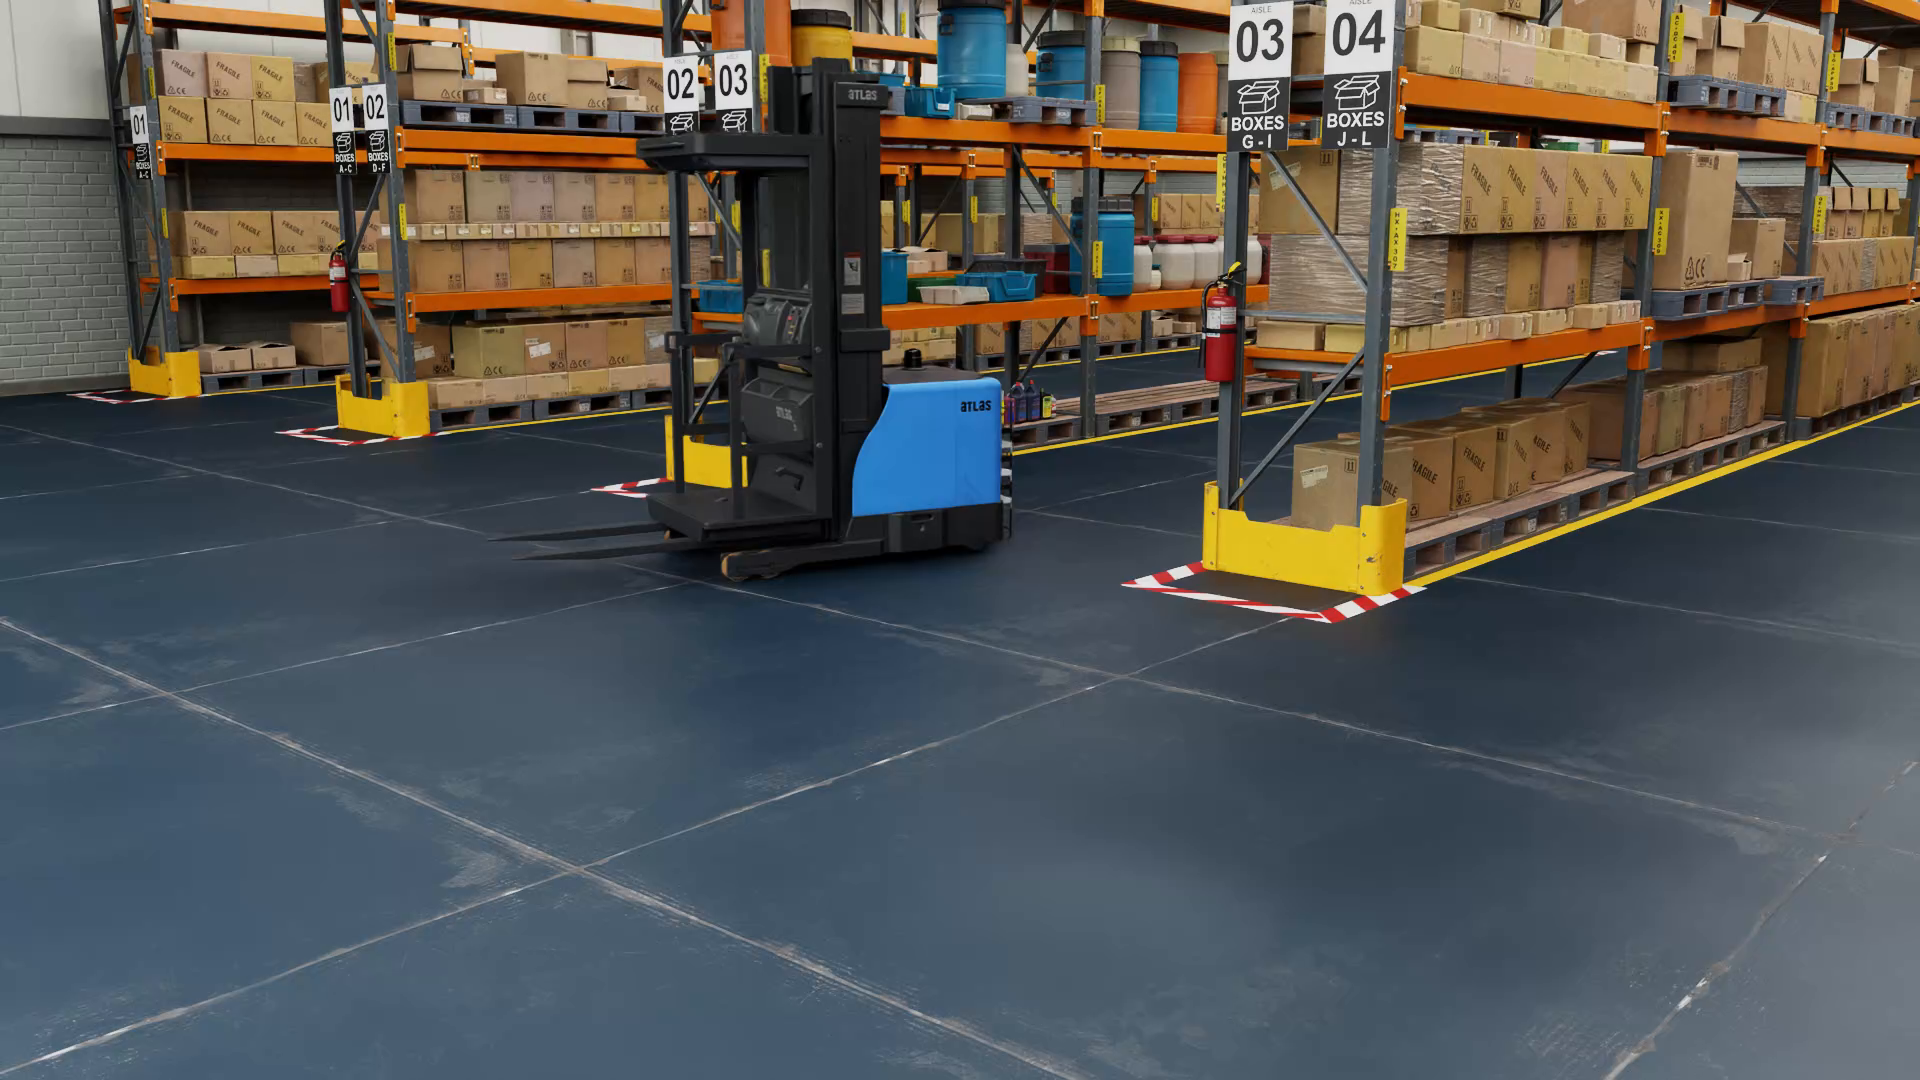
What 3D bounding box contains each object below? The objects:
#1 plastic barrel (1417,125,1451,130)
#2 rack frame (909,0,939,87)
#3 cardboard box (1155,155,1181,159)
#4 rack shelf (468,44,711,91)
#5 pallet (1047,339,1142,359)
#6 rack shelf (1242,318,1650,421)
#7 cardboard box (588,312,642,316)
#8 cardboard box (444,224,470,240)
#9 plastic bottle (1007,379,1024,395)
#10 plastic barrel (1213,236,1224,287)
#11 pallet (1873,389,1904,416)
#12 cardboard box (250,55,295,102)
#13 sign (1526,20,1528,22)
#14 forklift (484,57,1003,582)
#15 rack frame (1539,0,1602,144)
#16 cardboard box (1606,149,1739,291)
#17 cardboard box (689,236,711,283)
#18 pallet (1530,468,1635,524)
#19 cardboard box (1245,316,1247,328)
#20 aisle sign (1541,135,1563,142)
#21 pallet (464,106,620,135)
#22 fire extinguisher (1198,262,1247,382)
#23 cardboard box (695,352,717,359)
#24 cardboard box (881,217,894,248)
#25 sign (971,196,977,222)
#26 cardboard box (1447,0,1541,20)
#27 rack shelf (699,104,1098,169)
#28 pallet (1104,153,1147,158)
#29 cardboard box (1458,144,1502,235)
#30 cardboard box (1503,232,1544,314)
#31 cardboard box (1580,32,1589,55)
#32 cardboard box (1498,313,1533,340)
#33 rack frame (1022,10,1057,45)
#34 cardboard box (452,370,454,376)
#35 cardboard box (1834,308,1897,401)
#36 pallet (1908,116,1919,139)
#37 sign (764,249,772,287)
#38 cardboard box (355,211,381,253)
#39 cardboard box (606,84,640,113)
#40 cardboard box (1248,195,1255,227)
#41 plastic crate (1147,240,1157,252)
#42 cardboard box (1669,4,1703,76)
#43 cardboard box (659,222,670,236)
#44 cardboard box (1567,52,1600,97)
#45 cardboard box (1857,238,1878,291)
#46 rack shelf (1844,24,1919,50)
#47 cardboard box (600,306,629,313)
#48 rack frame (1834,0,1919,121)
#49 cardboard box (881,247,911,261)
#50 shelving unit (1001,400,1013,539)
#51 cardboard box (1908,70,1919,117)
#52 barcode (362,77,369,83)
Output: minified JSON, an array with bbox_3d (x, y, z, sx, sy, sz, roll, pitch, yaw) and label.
[{"bbox_3d":[5.669,-5.260,20.179,0.600,0.588,0.600,0,11,0],"label":"plastic barrel"},{"bbox_3d":[-0.240,-6.646,21.012,1.000,3.000,0.127,10,15,40],"label":"rack frame"},{"bbox_3d":[2.908,-5.730,24.465,0.500,0.250,0.500,10,15,40],"label":"cardboard box"},{"bbox_3d":[-5.284,-6.443,22.852,1.077,0.370,4.000,10,15,40],"label":"rack shelf"},{"bbox_3d":[1.892,-2.801,24.195,1.003,0.211,1.213,10,15,40],"label":"pallet"},{"bbox_3d":[3.238,-1.187,10.835,1.077,0.370,4.000,10,15,40],"label":"rack shelf"},{"bbox_3d":[-3.746,-2.239,18.295,0.500,0.500,0.500,10,15,40],"label":"cardboard box"},{"bbox_3d":[-4.928,-2.963,15.979,0.380,0.149,0.250,9,15,39],"label":"cardboard box"},{"bbox_3d":[0.521,-1.278,15.092,0.144,0.351,0.185,10,15,40],"label":"plastic bottle"},{"bbox_3d":[2.682,-2.877,17.173,0.421,0.512,0.421,0,11,0],"label":"plastic barrel"},{"bbox_3d":[9.387,-1.521,17.786,1.003,0.211,1.213,10,15,40],"label":"pallet"},{"bbox_3d":[-8.108,-5.357,19.355,0.500,0.500,0.500,10,15,42],"label":"cardboard box"},{"bbox_3d":[4.139,-3.823,12.211,0.100,0.325,0.005,10,15,40],"label":"sign"},{"bbox_3d":[-1.272,-1.316,9.818,3.031,2.935,1.130,-6,13,-28],"label":"forklift"},{"bbox_3d":[8.759,-7.182,23.695,1.000,3.000,0.127,10,15,40],"label":"rack frame"},{"bbox_3d":[5.188,-2.433,12.632,1.000,1.000,1.000,10,15,41],"label":"cardboard box"},{"bbox_3d":[-3.168,-3.099,18.312,0.700,0.500,0.500,9,15,39],"label":"cardboard box"},{"bbox_3d":[4.142,-0.364,11.993,1.003,0.211,1.213,10,15,40],"label":"pallet"},{"bbox_3d":[4.218,-3.501,26.478,0.500,0.250,0.500,10,15,40],"label":"cardboard box"},{"bbox_3d":[8.584,-5.564,24.274,0.394,0.787,0.004,10,15,40],"label":"aisle sign"},{"bbox_3d":[-4.229,-4.236,16.828,1.003,0.211,1.213,10,15,40],"label":"pallet"},{"bbox_3d":[1.497,-1.251,9.512,0.296,0.674,0.183,10,15,40],"label":"fire extinguisher"},{"bbox_3d":[-2.824,-2.072,19.374,0.500,0.250,0.500,10,15,40],"label":"cardboard box"},{"bbox_3d":[-1.438,-5.037,27.205,0.500,0.500,0.500,9,15,39],"label":"cardboard box"},{"bbox_3d":[0.179,-4.201,21.129,0.100,0.325,0.005,10,15,40],"label":"sign"},{"bbox_3d":[3.101,-3.340,9.828,0.500,0.500,0.500,10,15,40],"label":"cardboard box"},{"bbox_3d":[-0.482,-3.299,13.747,1.077,0.370,4.000,10,15,40],"label":"rack shelf"},{"bbox_3d":[1.917,-5.585,23.835,1.213,0.211,1.003,10,15,40],"label":"pallet"},{"bbox_3d":[2.821,-2.049,9.746,0.500,0.500,0.500,10,15,40],"label":"cardboard box"},{"bbox_3d":[3.243,-1.747,10.786,0.875,0.500,0.500,10,15,40],"label":"cardboard box"},{"bbox_3d":[3.827,-3.194,10.752,0.380,0.149,0.250,11,15,42],"label":"cardboard box"},{"bbox_3d":[3.348,-1.342,10.413,0.380,0.149,0.250,10,15,40],"label":"cardboard box"},{"bbox_3d":[1.318,-8.463,30.108,1.000,3.000,0.127,10,15,40],"label":"rack frame"},{"bbox_3d":[-5.068,-1.577,16.897,0.500,0.250,0.500,10,15,40],"label":"cardboard box"},{"bbox_3d":[8.843,-1.947,17.154,1.225,0.875,0.875,9,14,38],"label":"cardboard box"},{"bbox_3d":[10.387,-4.558,18.441,1.003,0.211,1.213,10,15,40],"label":"pallet"},{"bbox_3d":[-1.392,-1.950,12.111,0.100,0.325,0.005,10,15,40],"label":"sign"},{"bbox_3d":[-7.349,-3.803,20.512,0.500,0.500,0.500,9,15,39],"label":"cardboard box"},{"bbox_3d":[-3.767,-4.698,17.715,0.500,0.311,0.500,9,14,37],"label":"cardboard box"},{"bbox_3d":[4.282,-5.168,26.121,0.500,0.500,0.500,10,15,42],"label":"cardboard box"},{"bbox_3d":[2.182,-2.897,17.391,0.402,0.464,0.583,10,15,40],"label":"plastic crate"},{"bbox_3d":[4.943,-3.618,12.174,0.797,0.503,0.637,9,14,38],"label":"cardboard box"},{"bbox_3d":[-3.234,-3.340,17.865,0.380,0.149,0.250,9,15,39],"label":"cardboard box"},{"bbox_3d":[3.769,-2.980,10.697,0.500,0.250,0.500,10,15,40],"label":"cardboard box"},{"bbox_3d":[8.730,-2.734,16.484,0.500,0.500,0.500,10,15,41],"label":"cardboard box"},{"bbox_3d":[11.160,-5.699,19.126,1.077,0.370,4.000,10,15,40],"label":"rack shelf"},{"bbox_3d":[-5.133,-3.084,23.752,0.700,0.500,0.500,10,15,40],"label":"cardboard box"},{"bbox_3d":[9.840,-5.953,17.543,1.000,3.000,0.127,10,15,40],"label":"rack frame"},{"bbox_3d":[-0.976,-3.554,21.074,0.500,0.311,0.500,10,15,40],"label":"cardboard box"},{"bbox_3d":[0.186,-0.460,10.719,0.210,0.900,0.258,-6,13,-28],"label":"shelving unit"},{"bbox_3d":[10.311,-4.909,18.391,0.700,0.500,0.500,9,14,37],"label":"cardboard box"},{"bbox_3d":[-5.684,-4.390,15.890,0.001,0.075,0.075,10,15,40],"label":"barcode"}]
